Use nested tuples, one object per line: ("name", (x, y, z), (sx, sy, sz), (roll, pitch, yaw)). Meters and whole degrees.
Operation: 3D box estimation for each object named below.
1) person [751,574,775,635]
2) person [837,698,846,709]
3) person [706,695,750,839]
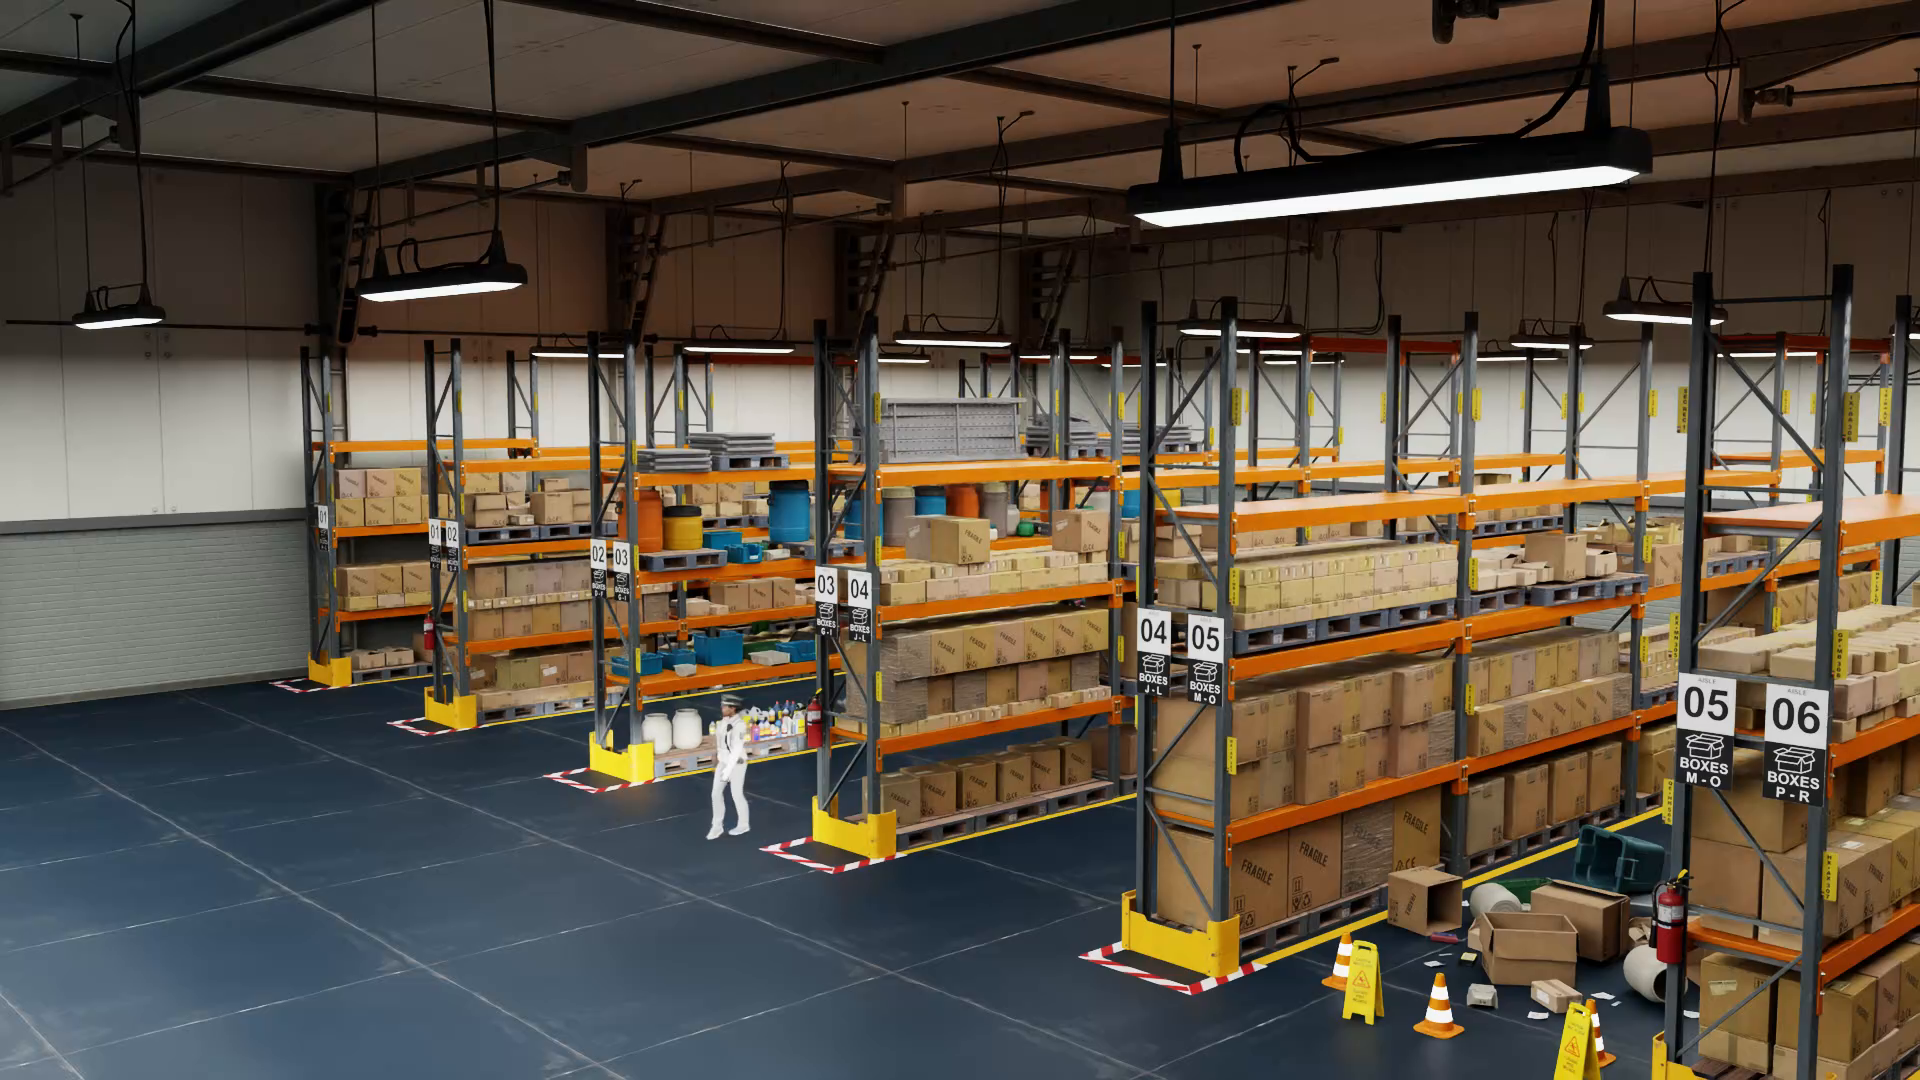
("person", (-3.888, 1.417, 33.015), (0.626, 1.713, 0.704), (4, 7, 40))
("person", (-1.606, 1.915, 26.635), (0.570, 1.706, 1.023), (-2, 5, -23))
("person", (-2.701, 2.666, 19.370), (0.557, 1.755, 0.520), (-5, 7, -42))
